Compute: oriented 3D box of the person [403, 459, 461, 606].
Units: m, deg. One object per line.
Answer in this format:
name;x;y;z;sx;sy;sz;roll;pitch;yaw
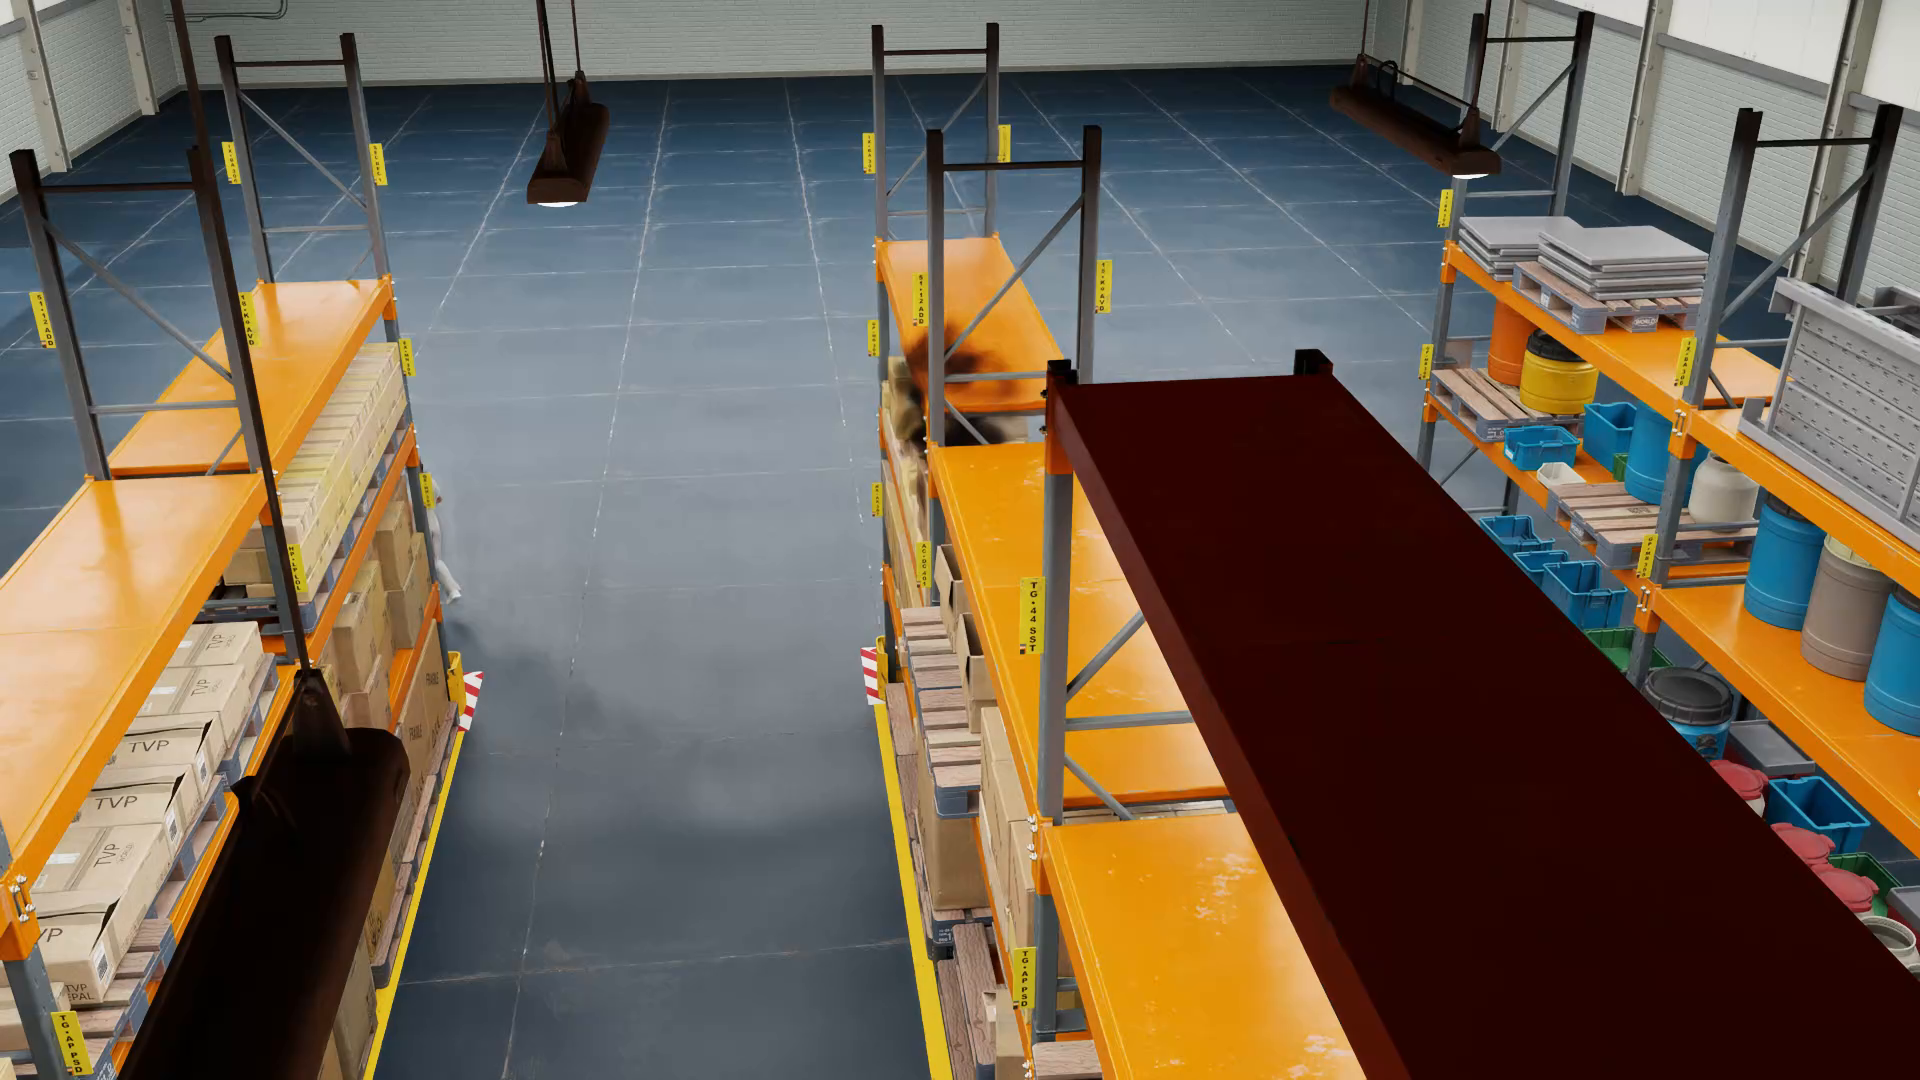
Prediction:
person;-5.369;-0.040;16.695;0.922;1.709;0.597;18;31;33
